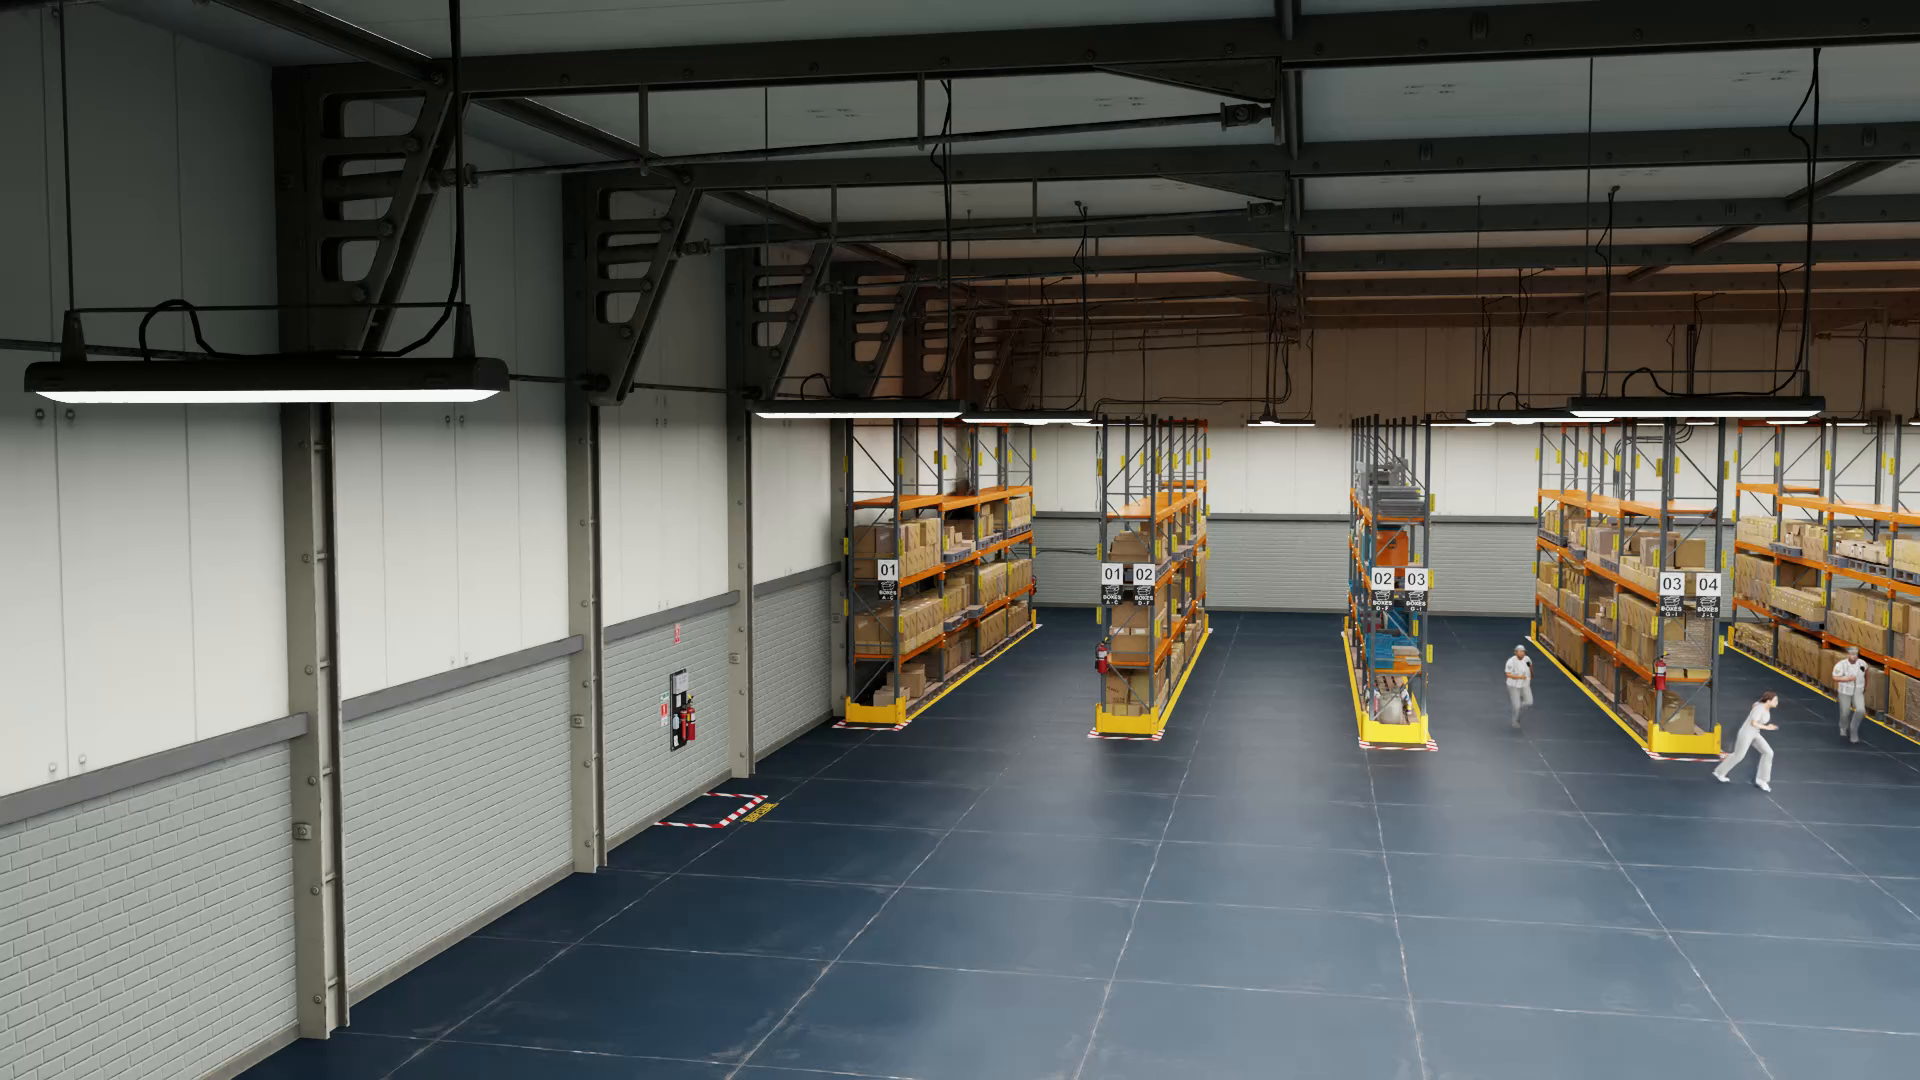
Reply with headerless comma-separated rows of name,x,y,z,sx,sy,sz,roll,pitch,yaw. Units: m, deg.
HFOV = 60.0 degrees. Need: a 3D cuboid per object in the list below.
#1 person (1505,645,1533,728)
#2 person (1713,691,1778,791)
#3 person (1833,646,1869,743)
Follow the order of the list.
person,10.704,2.802,31.721,0.642,1.617,0.640,-1,4,-8
person,12.569,3.184,26.579,0.961,1.622,0.606,3,5,41
person,16.346,2.817,30.494,0.690,1.797,0.846,1,4,11
